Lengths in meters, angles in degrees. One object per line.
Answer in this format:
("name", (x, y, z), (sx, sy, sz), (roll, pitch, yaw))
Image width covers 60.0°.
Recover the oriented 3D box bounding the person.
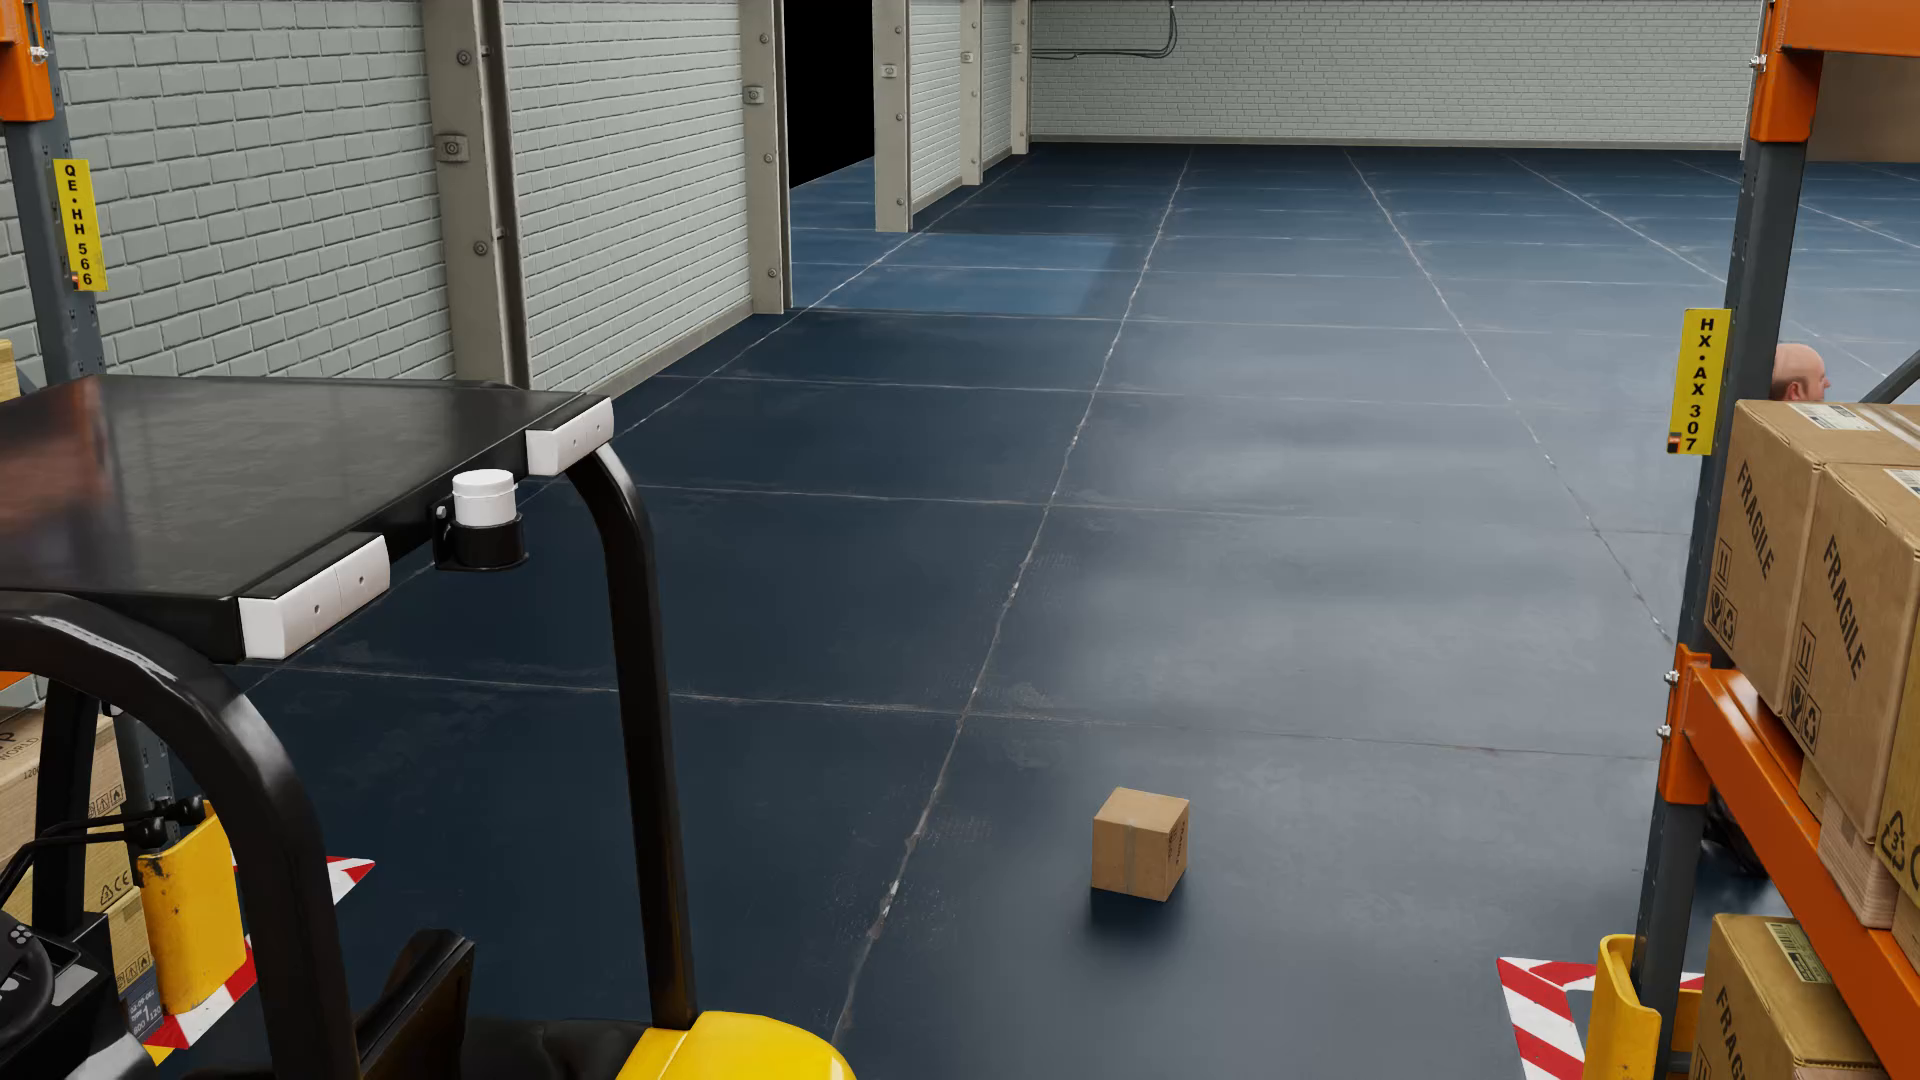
("person", (2.628, 0.239, 5.323), (0.476, 1.754, 0.564), (4, 18, 12))
